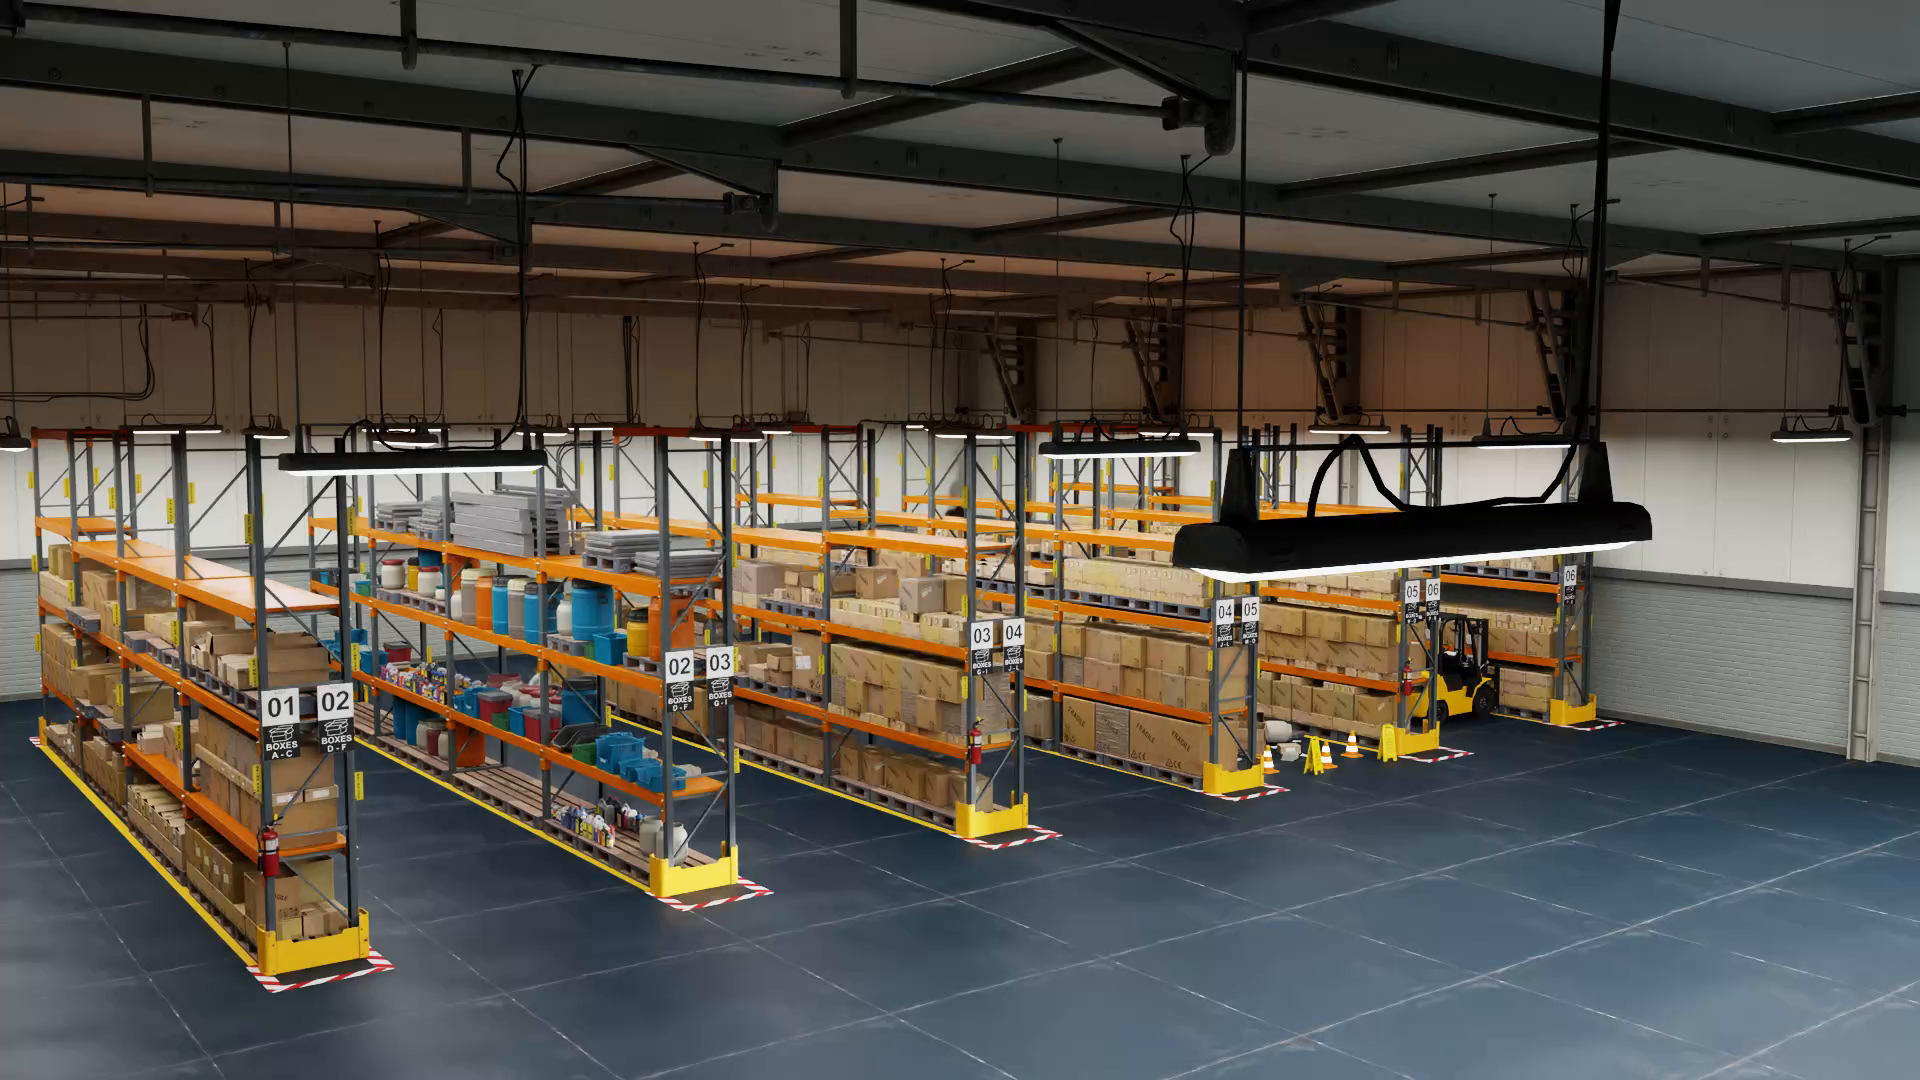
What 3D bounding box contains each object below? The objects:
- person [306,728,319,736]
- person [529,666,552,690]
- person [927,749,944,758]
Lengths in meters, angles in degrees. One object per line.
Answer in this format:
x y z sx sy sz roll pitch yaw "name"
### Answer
-10.941 3.391 27.279 0.892 1.578 0.738 2 5 26 "person"
-7.882 3.079 31.159 1.048 1.658 0.563 4 6 44 "person"
-0.238 3.178 29.998 0.866 1.599 0.684 2 5 28 "person"
